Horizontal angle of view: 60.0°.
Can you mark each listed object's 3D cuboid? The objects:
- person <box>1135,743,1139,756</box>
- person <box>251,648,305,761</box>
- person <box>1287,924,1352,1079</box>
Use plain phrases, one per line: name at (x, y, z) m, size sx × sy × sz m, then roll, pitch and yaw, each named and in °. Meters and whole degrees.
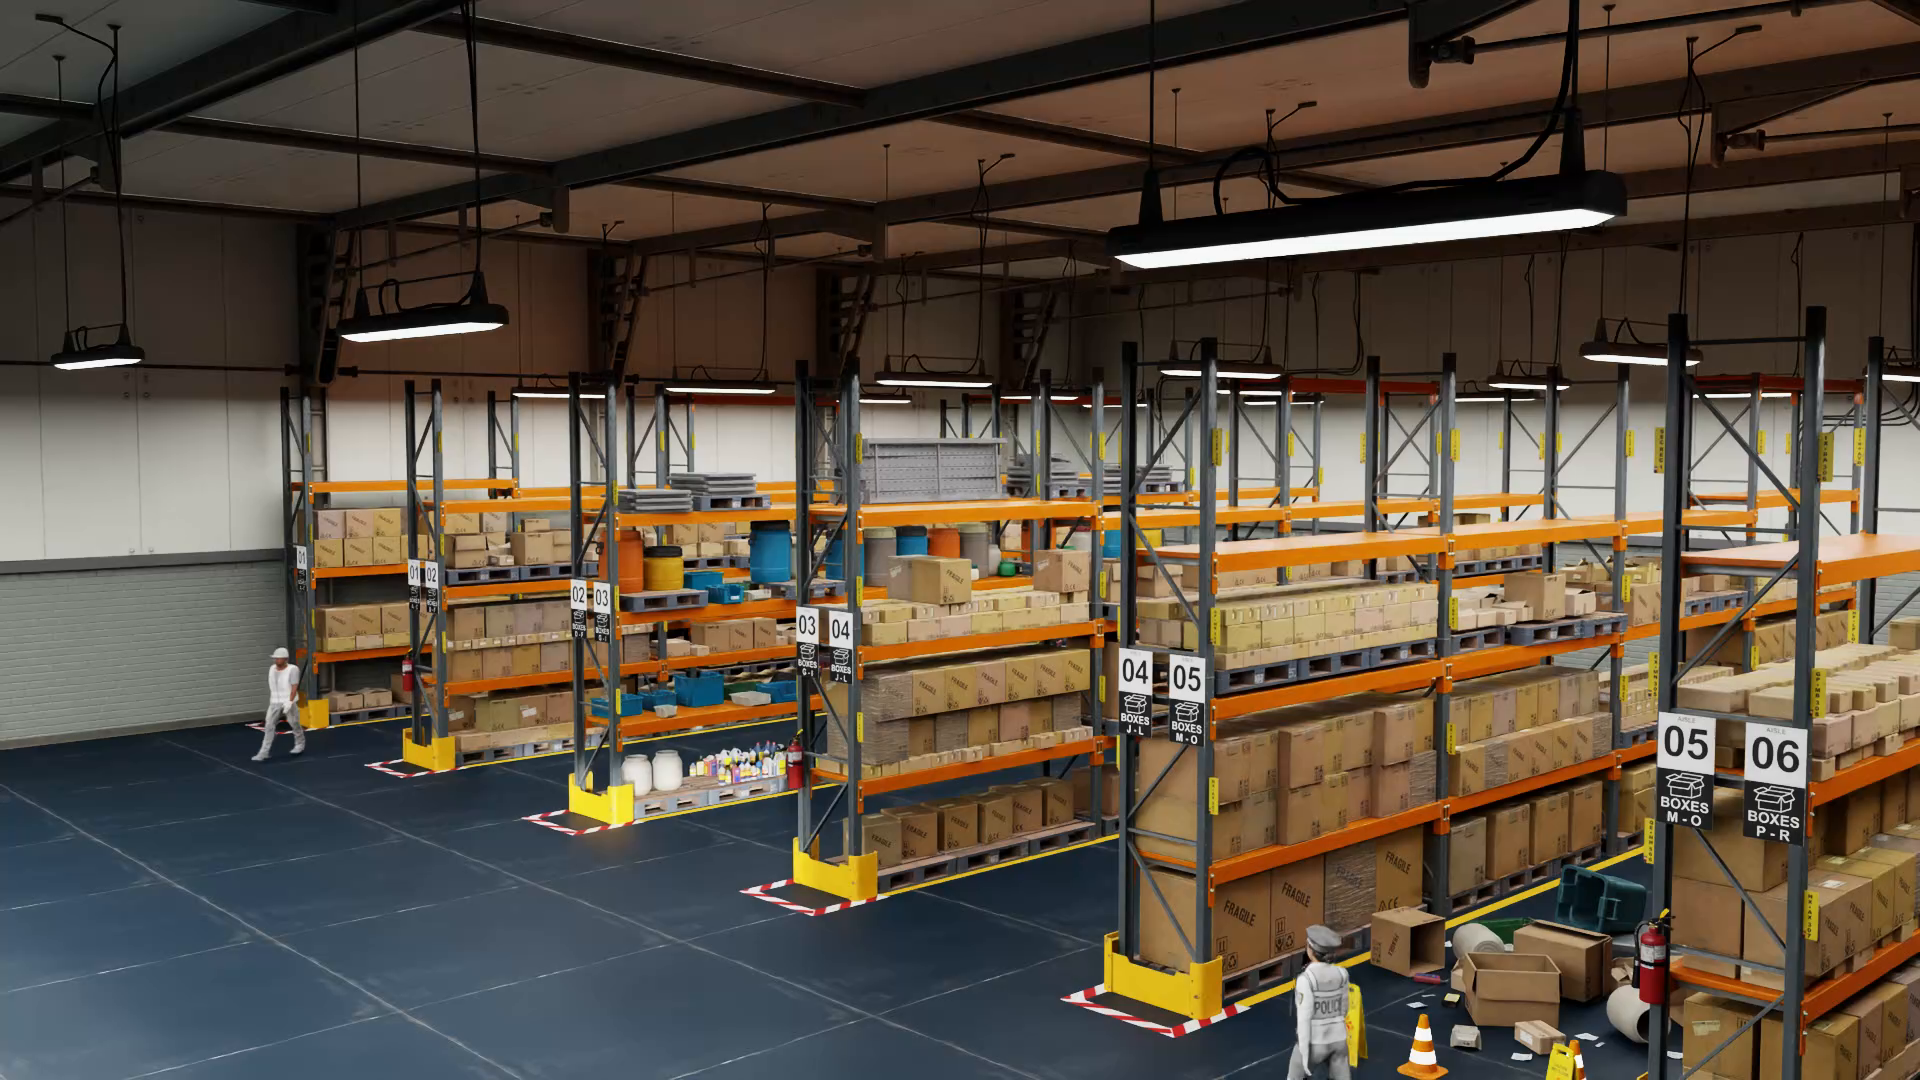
person at (2.741, 2.790, 24.944) m, size 0.456 × 1.578 × 0.499 m, roll -2°, pitch 4°, yaw -29°
person at (-10.789, 2.580, 26.422) m, size 0.576 × 1.736 × 0.943 m, roll 1°, pitch 4°, yaw 8°
person at (2.575, 3.578, 11.883) m, size 0.494 × 1.623 × 1.042 m, roll -2°, pitch 4°, yaw -27°
